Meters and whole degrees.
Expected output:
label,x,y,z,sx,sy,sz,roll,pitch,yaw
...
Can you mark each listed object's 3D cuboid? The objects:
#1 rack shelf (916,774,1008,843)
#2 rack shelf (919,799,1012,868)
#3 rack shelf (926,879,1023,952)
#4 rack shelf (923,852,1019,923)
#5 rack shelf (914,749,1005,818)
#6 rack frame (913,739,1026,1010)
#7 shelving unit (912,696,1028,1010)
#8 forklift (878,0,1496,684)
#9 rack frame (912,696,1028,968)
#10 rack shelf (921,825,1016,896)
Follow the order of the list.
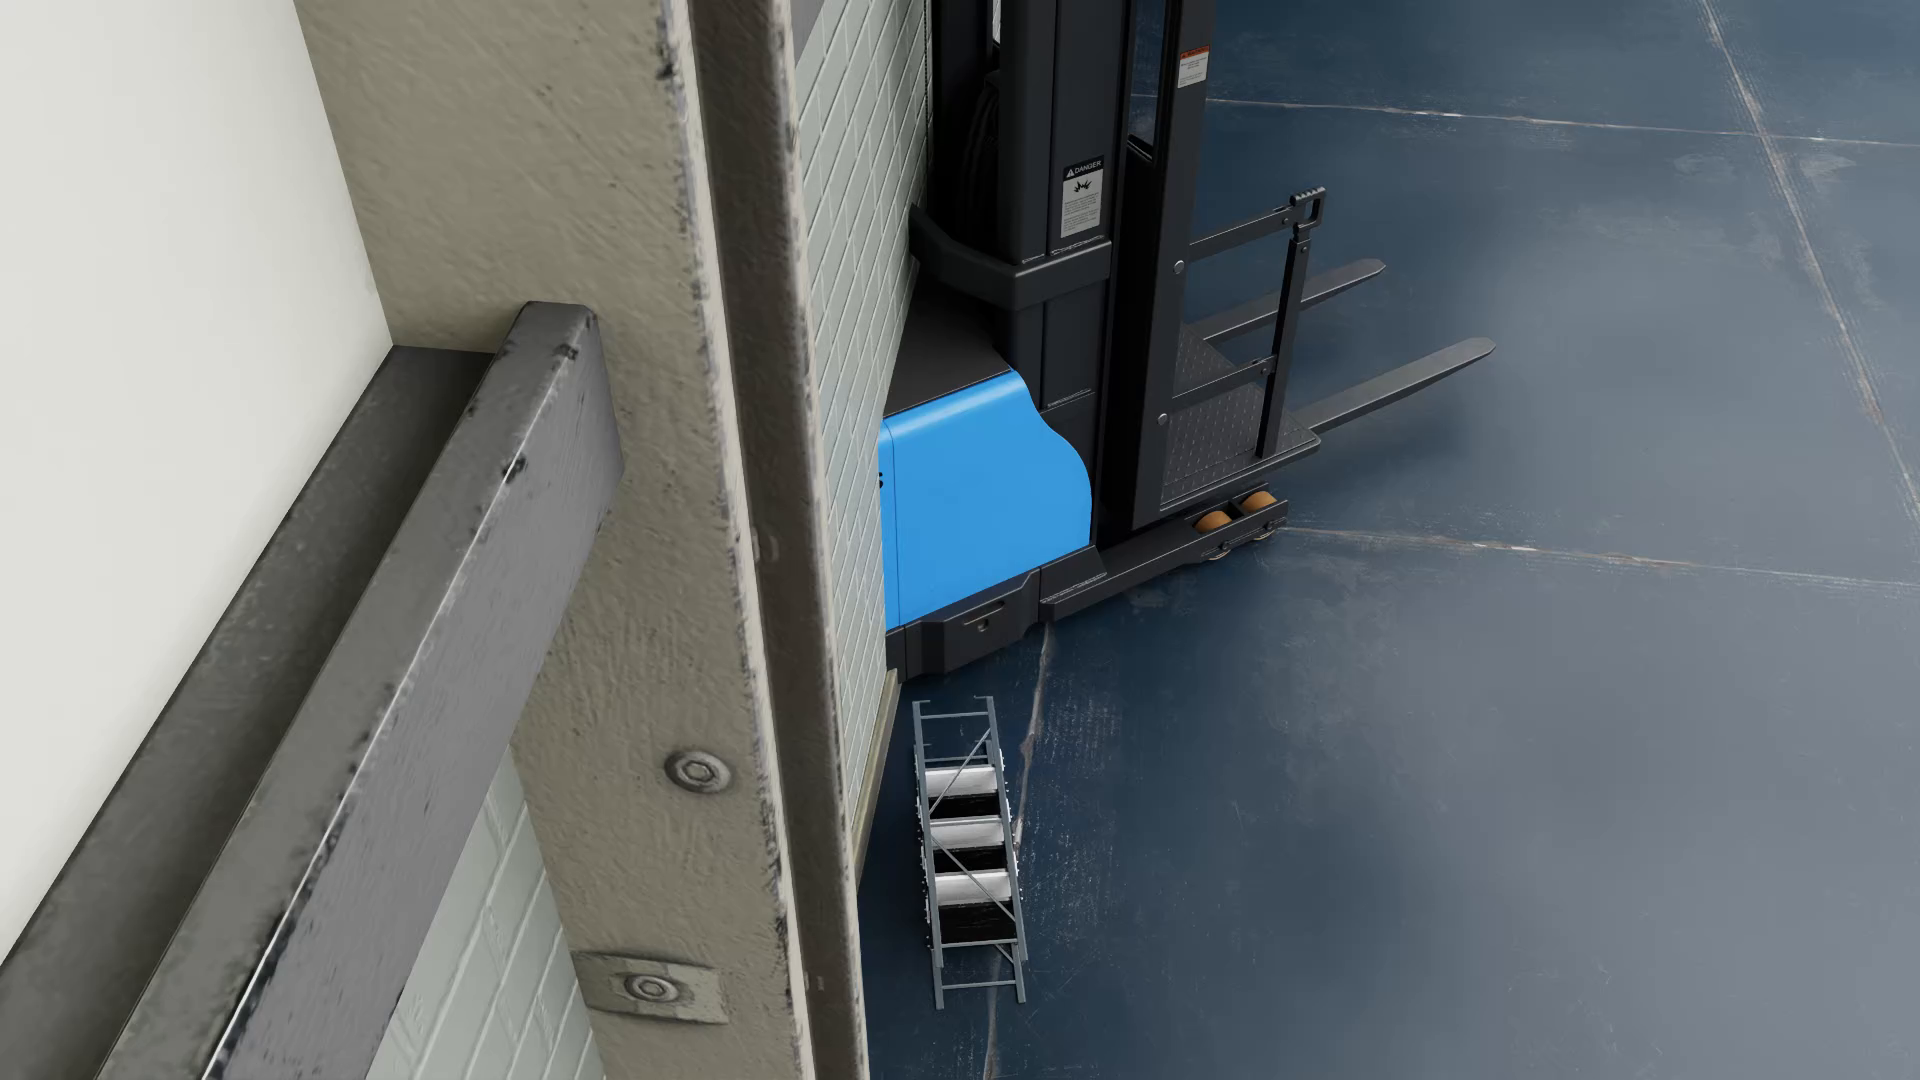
label,x,y,z,sx,sy,sz,roll,pitch,yaw
rack shelf,0.006,0.772,4.775,0.258,0.200,0.077,-3,44,-4
rack shelf,0.014,0.834,4.710,0.258,0.200,0.077,-3,44,-4
rack shelf,0.038,1.021,4.517,0.258,0.200,0.077,-3,44,-4
rack shelf,0.030,0.959,4.581,0.258,0.200,0.077,-3,44,-4
rack shelf,-0.002,0.710,4.839,0.258,0.200,0.077,-3,44,-4
rack frame,0.017,0.930,4.757,0.240,0.006,0.900,-3,44,-4
shelving unit,0.017,0.857,4.686,0.258,0.210,0.900,-3,44,-4
forklift,0.533,-1.286,4.976,3.031,2.935,1.130,-23,48,-22
rack frame,0.017,0.784,4.616,0.240,0.006,0.900,-3,44,-4
rack shelf,0.022,0.896,4.646,0.258,0.200,0.077,-3,44,-4
